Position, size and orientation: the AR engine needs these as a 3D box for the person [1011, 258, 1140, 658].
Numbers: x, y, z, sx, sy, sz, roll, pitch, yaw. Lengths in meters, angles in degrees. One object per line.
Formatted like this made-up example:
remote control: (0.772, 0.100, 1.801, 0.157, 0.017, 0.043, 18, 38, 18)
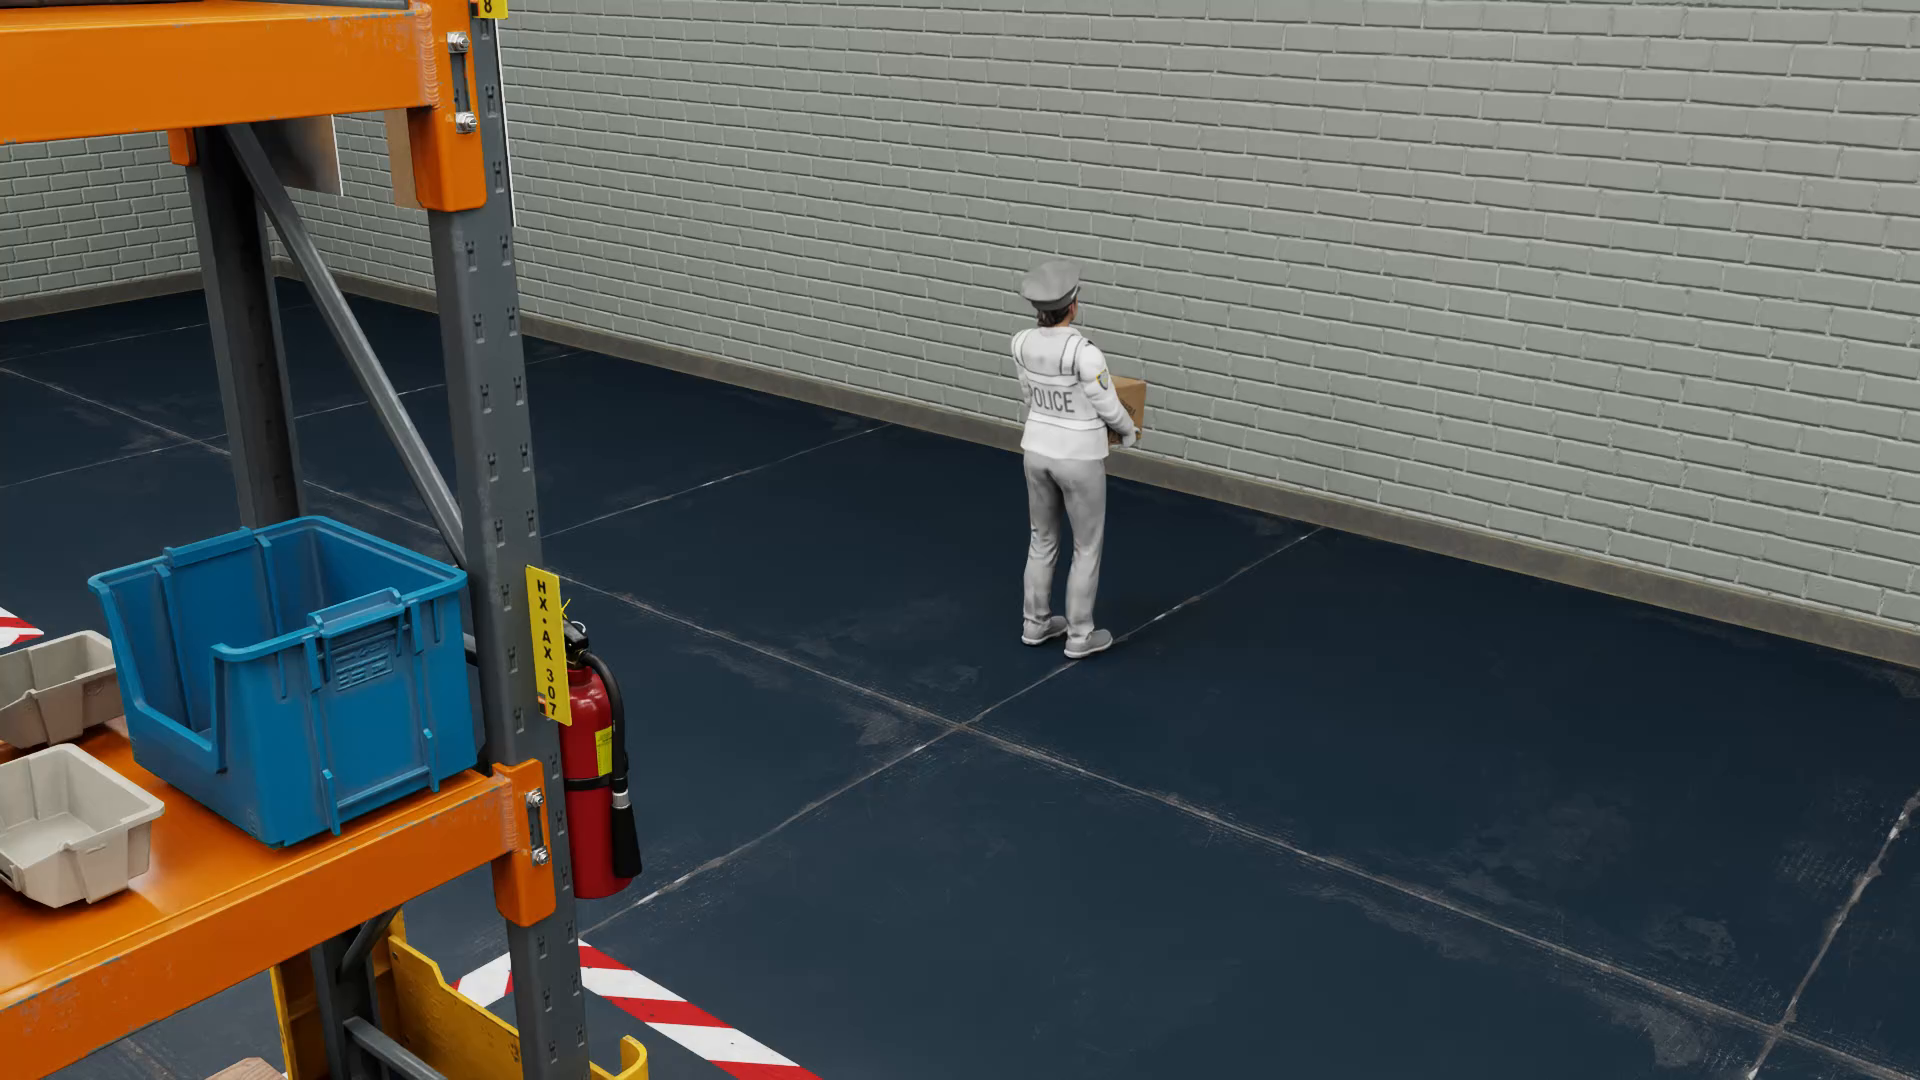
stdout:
person: (0.479, -0.352, 6.989, 0.460, 1.686, 0.564, 16, 26, 37)
